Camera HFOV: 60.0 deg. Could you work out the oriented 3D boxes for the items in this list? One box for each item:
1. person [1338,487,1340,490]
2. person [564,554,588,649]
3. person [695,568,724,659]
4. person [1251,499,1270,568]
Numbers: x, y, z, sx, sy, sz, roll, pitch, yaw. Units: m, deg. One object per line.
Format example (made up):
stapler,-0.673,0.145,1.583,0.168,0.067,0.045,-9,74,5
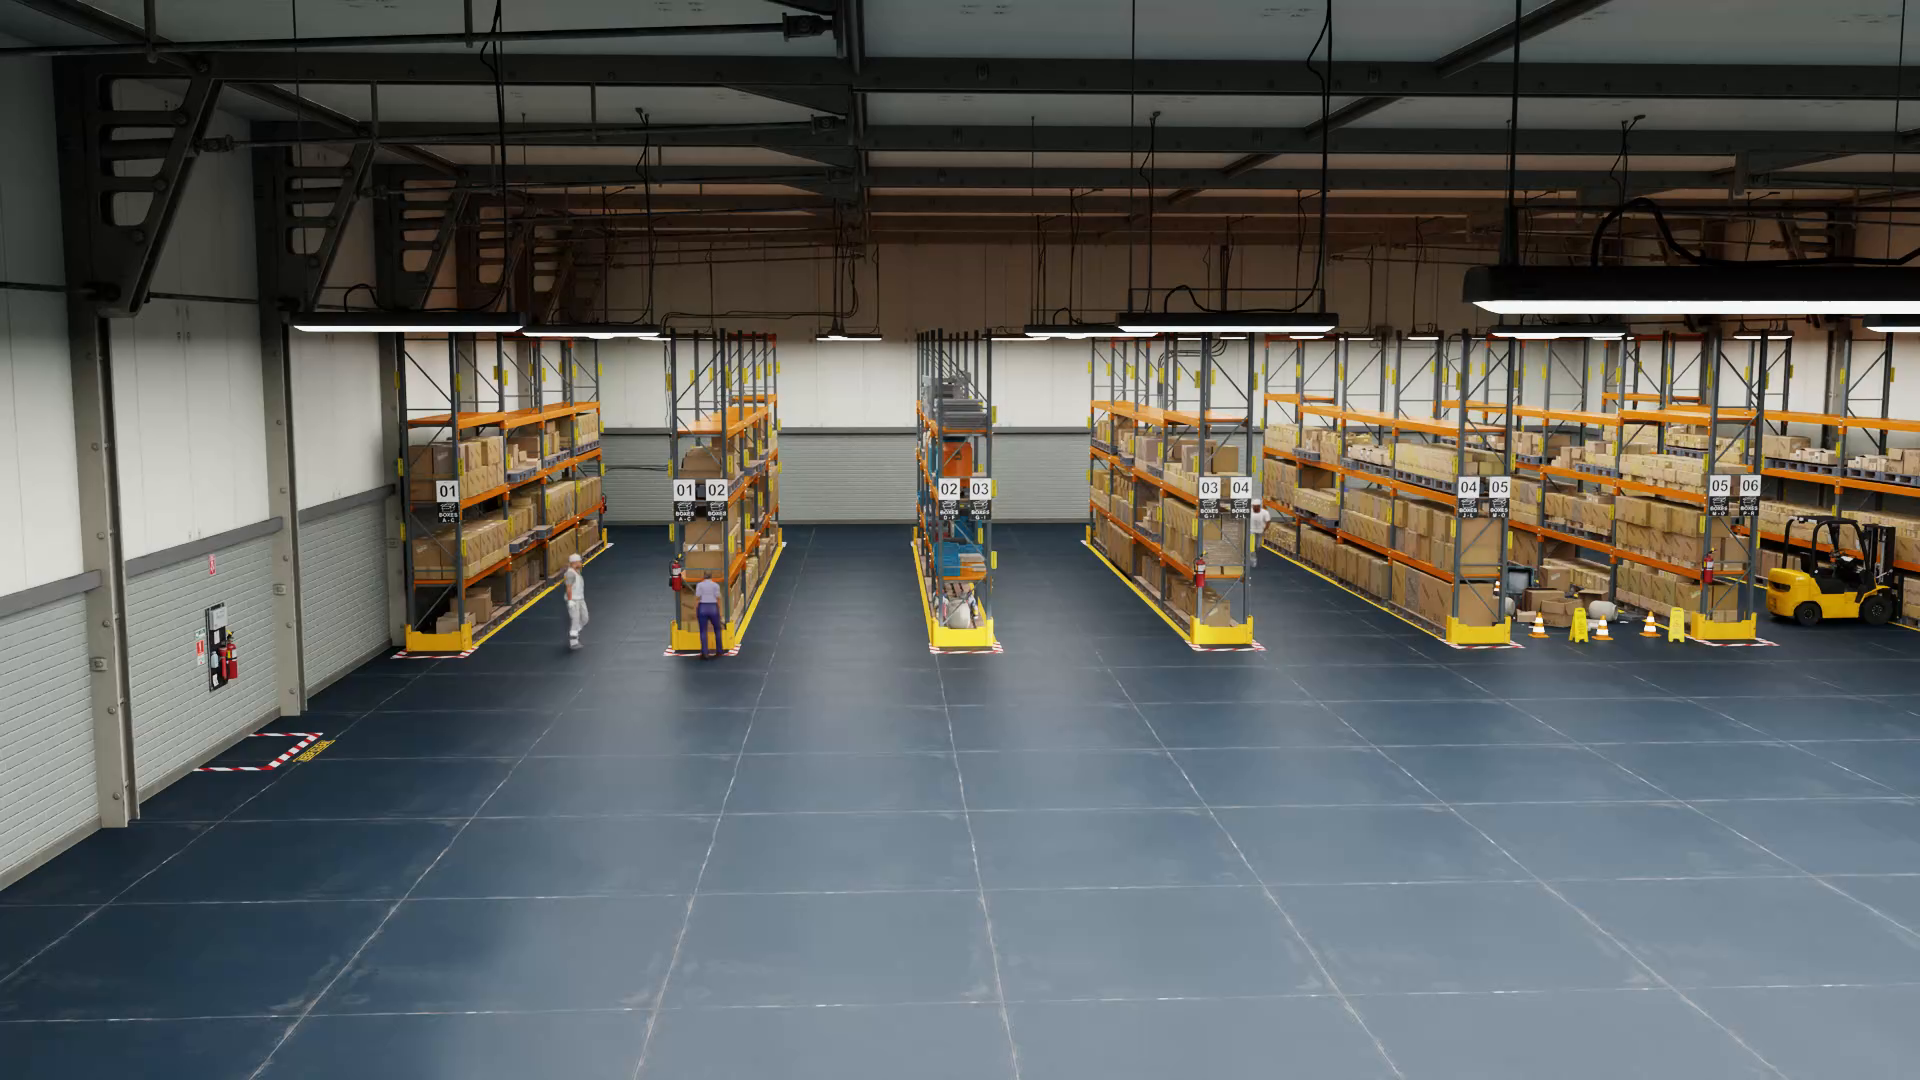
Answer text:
person,11.471,-1.073,50.705,0.742,1.615,0.507,-4,8,-31
person,-7.302,1.148,31.402,0.493,1.787,0.627,2,7,15
person,-4.574,1.337,30.382,0.505,1.650,0.498,-1,7,-4
person,7.729,-0.198,43.098,0.553,1.739,0.997,0,7,-1
